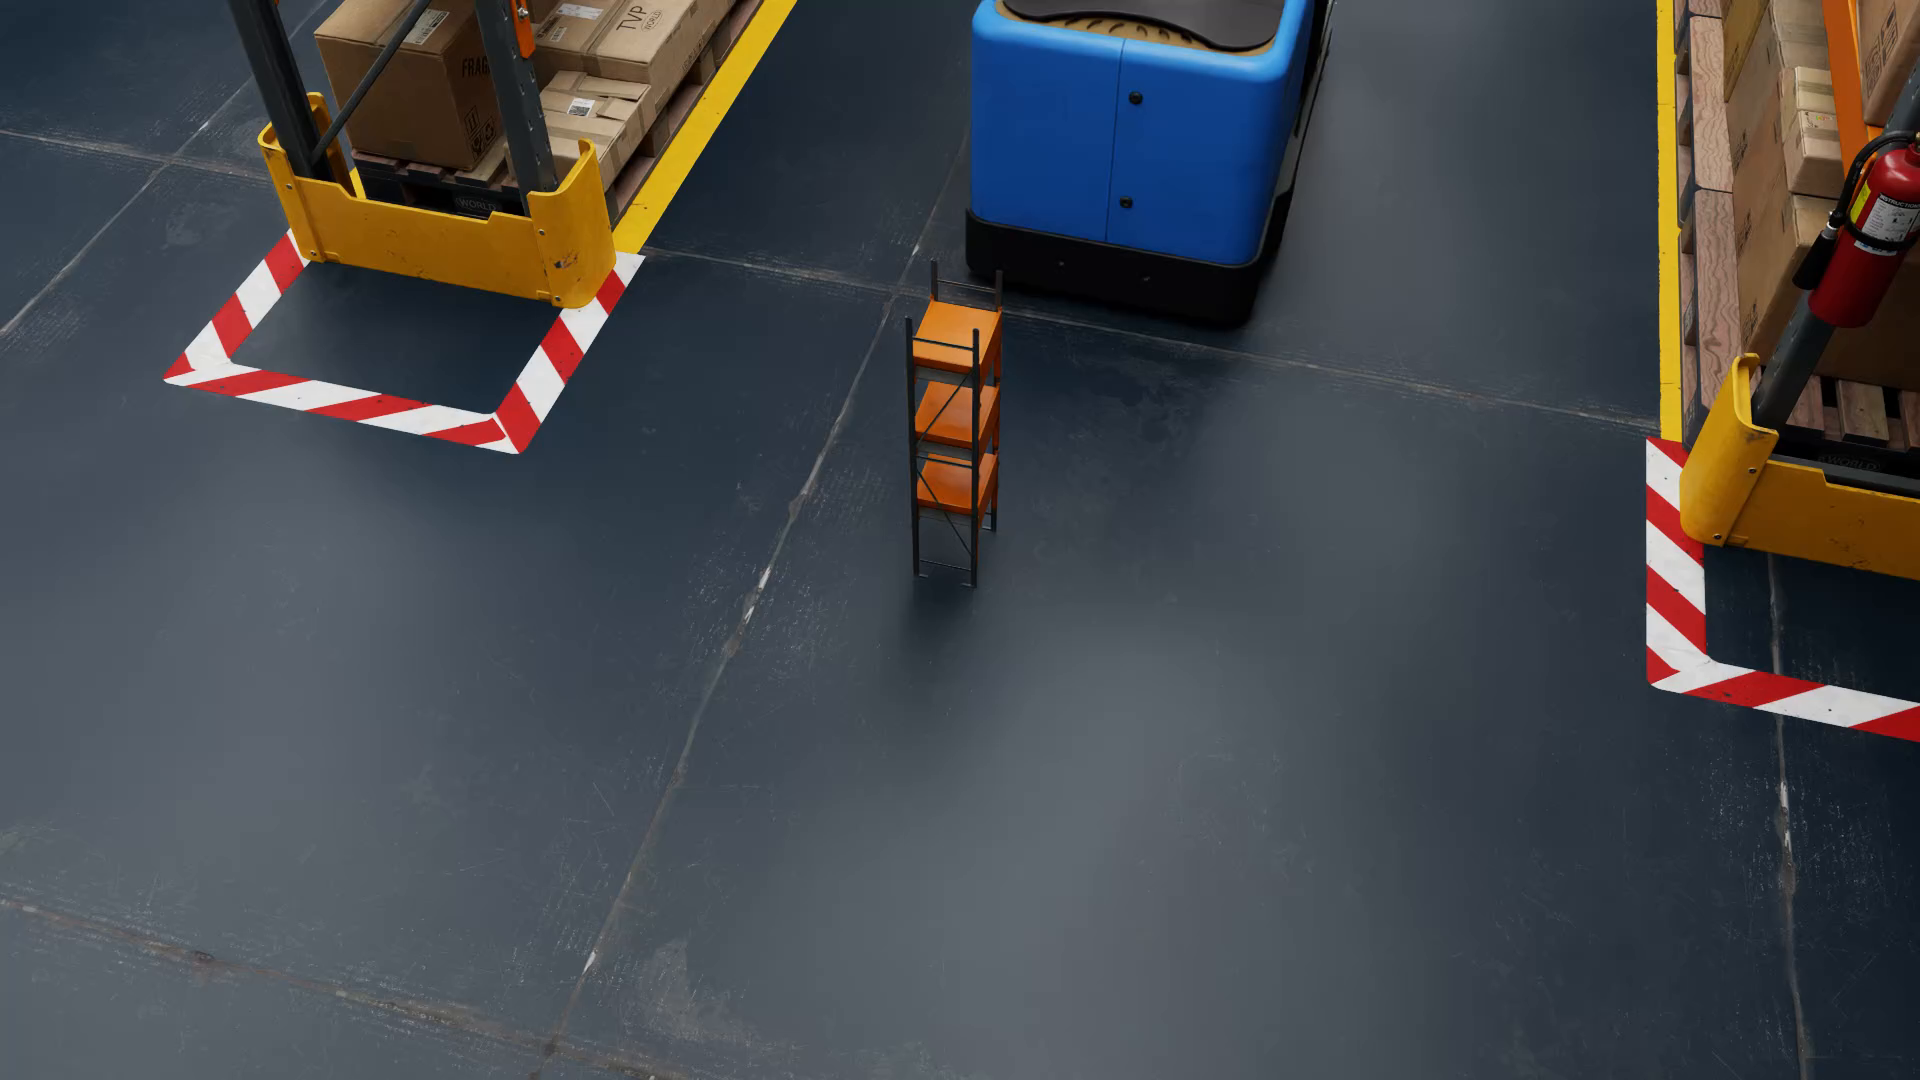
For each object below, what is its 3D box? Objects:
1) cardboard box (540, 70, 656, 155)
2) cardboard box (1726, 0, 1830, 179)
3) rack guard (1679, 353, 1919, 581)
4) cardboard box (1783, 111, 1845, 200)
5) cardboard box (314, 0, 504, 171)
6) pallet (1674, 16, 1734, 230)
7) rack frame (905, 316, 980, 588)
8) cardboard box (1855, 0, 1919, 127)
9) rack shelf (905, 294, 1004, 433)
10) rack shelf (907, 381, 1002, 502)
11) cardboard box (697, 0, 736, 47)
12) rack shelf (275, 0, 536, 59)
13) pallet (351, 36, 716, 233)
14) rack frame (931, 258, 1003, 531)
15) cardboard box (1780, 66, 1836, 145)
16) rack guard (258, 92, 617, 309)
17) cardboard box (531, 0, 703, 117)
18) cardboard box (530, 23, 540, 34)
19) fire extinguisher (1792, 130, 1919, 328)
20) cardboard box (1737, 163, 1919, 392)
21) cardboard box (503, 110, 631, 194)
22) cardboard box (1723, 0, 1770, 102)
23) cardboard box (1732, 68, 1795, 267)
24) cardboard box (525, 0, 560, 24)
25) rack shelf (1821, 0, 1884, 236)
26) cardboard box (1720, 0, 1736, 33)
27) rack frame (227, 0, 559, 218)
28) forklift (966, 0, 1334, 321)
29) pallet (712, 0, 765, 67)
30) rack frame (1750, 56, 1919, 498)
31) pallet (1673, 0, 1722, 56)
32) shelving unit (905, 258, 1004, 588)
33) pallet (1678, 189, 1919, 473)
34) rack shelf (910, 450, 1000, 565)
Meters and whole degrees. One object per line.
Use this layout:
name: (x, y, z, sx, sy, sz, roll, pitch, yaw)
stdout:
cardboard box: (-1.379, -1.621, 6.276, 0.380, 0.166, 0.250, 12, 50, 10)
cardboard box: (3.245, -1.586, 6.036, 0.700, 0.500, 0.500, 10, 49, 9)
rack guard: (2.887, -0.178, 5.073, 1.175, 0.500, 0.348, 12, 50, 10)
cardboard box: (2.839, -1.204, 5.266, 0.380, 0.149, 0.250, 11, 49, 10)
cardboard box: (-1.981, -1.757, 6.174, 0.500, 0.500, 0.500, 12, 50, 10)
pallet: (3.351, -1.573, 6.498, 1.003, 0.211, 1.213, 12, 50, 10)
rack frame: (-0.046, -0.220, 4.744, 0.200, 1.050, 0.008, 12, 50, 10)
cardboard box: (3.018, -1.492, 4.366, 0.980, 0.700, 0.700, 14, 50, 12)
rack shelf: (-0.014, -0.489, 4.617, 0.215, 0.259, 0.240, 12, 50, 10)
rack shelf: (-0.014, -0.302, 4.830, 0.215, 0.259, 0.240, 12, 50, 10)
cardboard box: (-1.207, -2.293, 6.814, 0.500, 0.250, 0.500, 12, 50, 10)
rack shelf: (-1.360, -3.206, 6.558, 1.077, 0.370, 4.000, 12, 50, 10)
pallet: (-1.658, -1.706, 6.615, 1.003, 0.211, 1.213, 12, 50, 10)
rack frame: (0.018, -0.397, 4.900, 0.200, 1.050, 0.008, 12, 50, 10)
cardboard box: (2.906, -1.389, 5.429, 0.380, 0.149, 0.250, 13, 50, 11)
rack guard: (-1.867, -1.225, 5.998, 1.175, 0.500, 0.348, 12, 50, 10)
cardboard box: (-1.338, -1.932, 6.495, 0.500, 0.250, 0.500, 12, 50, 10)
cardboard box: (-1.788, -1.922, 6.542, 0.380, 0.166, 0.250, 12, 50, 10)
fire extinguisher: (2.409, -0.855, 4.304, 0.296, 0.674, 0.183, 12, 50, 10)
cardboard box: (2.981, -0.860, 5.396, 0.700, 0.500, 0.500, 12, 50, 10)
cardboard box: (-1.445, -1.434, 6.123, 0.380, 0.149, 0.250, 12, 50, 10)
cardboard box: (3.378, -1.973, 6.378, 0.700, 0.500, 0.500, 13, 50, 11)
cardboard box: (3.113, -1.222, 5.715, 0.700, 0.500, 0.500, 11, 50, 10)
cardboard box: (-1.702, -2.356, 6.869, 0.500, 0.250, 0.500, 12, 50, 10)
rack shelf: (3.420, -2.231, 5.698, 1.077, 0.370, 4.000, 12, 50, 10)
cardboard box: (3.515, -2.344, 6.705, 0.700, 0.500, 0.500, 11, 50, 10)
rack frame: (-1.887, -1.997, 5.012, 1.000, 3.000, 0.127, 12, 50, 10)
forklift: (0.924, -2.870, 5.828, 1.130, 2.935, 3.031, 12, 50, 11)
pallet: (-1.335, -2.586, 7.392, 1.003, 0.211, 1.213, 12, 50, 10)
rack frame: (2.893, -1.022, 4.152, 1.000, 3.000, 0.127, 12, 50, 10)
pallet: (3.671, -2.458, 7.279, 1.003, 0.211, 1.213, 12, 50, 10)
shelving unit: (-0.014, -0.309, 4.822, 0.215, 1.050, 0.252, 12, 50, 10)
pallet: (3.028, -0.693, 5.721, 1.003, 0.211, 1.213, 12, 50, 10)
rack shelf: (-0.014, -0.118, 5.039, 0.215, 0.259, 0.240, 12, 50, 10)
